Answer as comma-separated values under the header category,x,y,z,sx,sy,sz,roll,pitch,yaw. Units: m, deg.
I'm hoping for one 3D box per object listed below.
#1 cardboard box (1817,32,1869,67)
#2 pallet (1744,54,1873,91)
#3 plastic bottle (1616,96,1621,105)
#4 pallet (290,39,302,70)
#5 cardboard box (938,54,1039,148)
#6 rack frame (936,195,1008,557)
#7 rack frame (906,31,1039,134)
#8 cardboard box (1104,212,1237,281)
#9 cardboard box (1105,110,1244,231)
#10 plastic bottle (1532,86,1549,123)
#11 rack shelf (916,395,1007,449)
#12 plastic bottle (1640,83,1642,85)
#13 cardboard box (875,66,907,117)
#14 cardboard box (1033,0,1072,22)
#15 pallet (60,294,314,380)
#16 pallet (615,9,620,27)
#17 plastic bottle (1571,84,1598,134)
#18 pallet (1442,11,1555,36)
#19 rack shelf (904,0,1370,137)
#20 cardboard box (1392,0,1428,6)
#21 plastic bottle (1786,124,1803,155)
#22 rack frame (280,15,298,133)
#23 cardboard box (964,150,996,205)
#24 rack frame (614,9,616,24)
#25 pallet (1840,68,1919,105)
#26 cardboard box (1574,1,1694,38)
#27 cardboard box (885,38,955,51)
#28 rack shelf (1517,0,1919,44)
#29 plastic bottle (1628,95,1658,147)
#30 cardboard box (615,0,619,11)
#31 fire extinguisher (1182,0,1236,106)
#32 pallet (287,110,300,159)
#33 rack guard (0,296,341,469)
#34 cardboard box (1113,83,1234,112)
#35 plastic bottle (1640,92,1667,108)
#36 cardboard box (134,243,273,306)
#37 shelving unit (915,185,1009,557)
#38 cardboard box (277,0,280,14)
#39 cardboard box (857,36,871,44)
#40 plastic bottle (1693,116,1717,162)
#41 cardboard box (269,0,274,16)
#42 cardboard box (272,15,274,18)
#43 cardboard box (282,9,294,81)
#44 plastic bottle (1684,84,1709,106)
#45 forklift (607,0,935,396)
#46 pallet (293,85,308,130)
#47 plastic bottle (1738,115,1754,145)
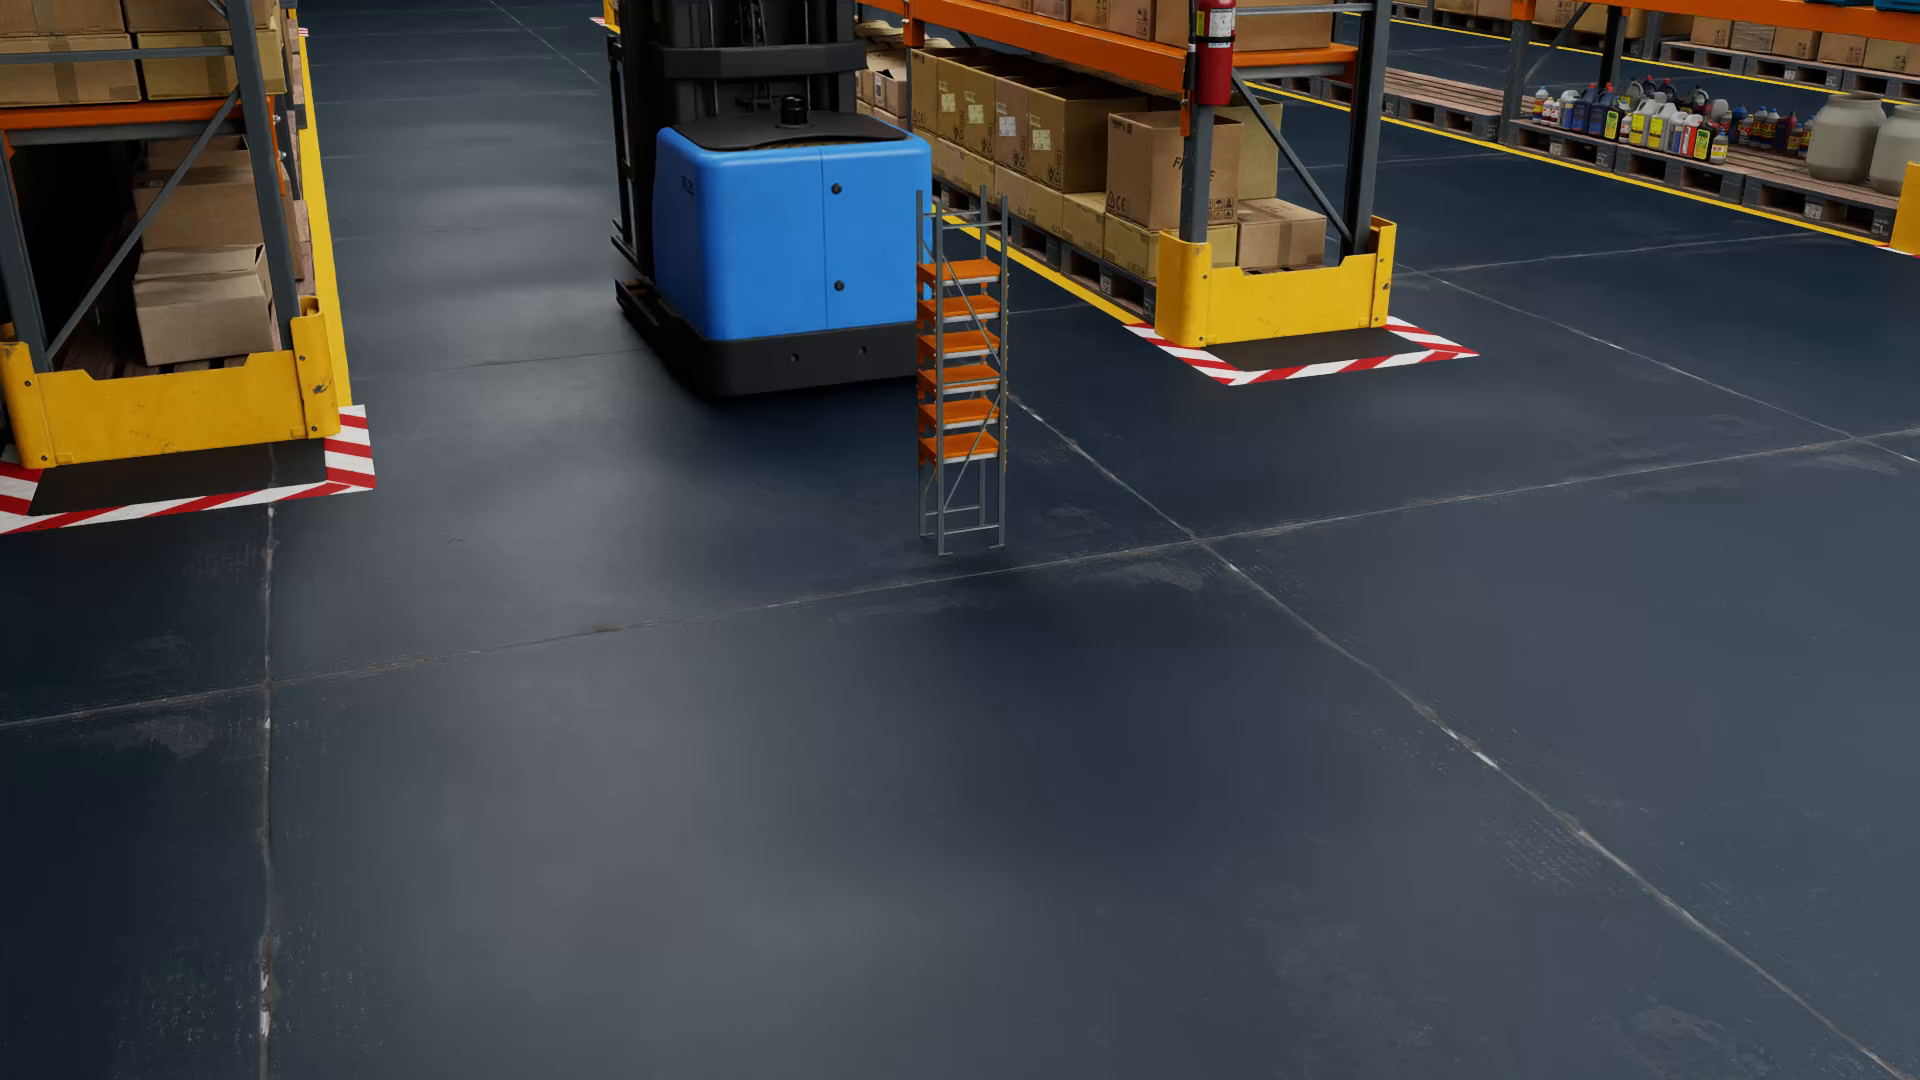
category,x,y,z,sx,sy,sz,roll,pitch,yaw
cardboard box,8.846,-4.910,16.190,0.700,0.500,0.500,-11,25,-24
pallet,8.681,-4.696,16.620,1.003,0.211,1.213,-8,24,-19
plastic bottle,4.819,-3.134,12.270,0.097,0.271,0.097,0,23,0
pallet,-7.532,-5.124,17.636,1.003,0.211,1.213,-8,24,-19
cardboard box,0.178,-2.776,10.509,0.500,0.500,0.500,-8,24,-19
rack frame,0.037,-0.514,5.426,0.240,1.200,0.006,-8,24,-19
rack frame,0.123,-3.896,11.132,1.000,3.000,0.127,-8,24,-19
cardboard box,1.070,-1.524,8.503,0.500,0.250,0.500,-8,24,-19
cardboard box,1.068,-1.869,8.356,0.500,0.500,0.500,-8,24,-19
plastic bottle,4.461,-3.344,12.769,0.097,0.271,0.097,0,23,0
rack shelf,0.005,-0.396,5.568,0.258,0.103,0.180,-8,24,-19
plastic bottle,5.237,-3.396,12.876,0.061,0.283,0.133,-7,24,-16
cardboard box,-0.288,-3.189,11.732,0.500,0.311,0.500,-8,24,-19
cardboard box,0.834,-3.223,9.405,0.700,0.500,0.500,-8,24,-17
pallet,-3.378,-0.805,7.387,1.003,0.211,1.213,-8,24,-19
pallet,-3.807,-6.654,21.267,1.003,0.211,1.213,-8,24,-19
plastic bottle,4.655,-3.206,12.340,0.144,0.351,0.185,-8,24,-18
pallet,6.909,-6.606,21.152,1.003,0.211,1.213,-8,24,-19
rack shelf,0.830,-2.838,9.548,1.077,0.370,4.000,-8,24,-19
cardboard box,6.407,-7.626,22.177,0.875,0.875,0.875,-8,24,-19
plastic bottle,5.786,-2.774,11.505,0.097,0.201,0.097,0,23,0
rack frame,-5.923,-4.669,12.965,1.000,3.000,0.127,-8,24,-19
cardboard box,0.347,-2.248,10.221,0.500,0.250,0.500,-8,24,-19
rack frame,-4.116,-8.257,21.477,1.000,3.000,0.127,-8,24,-19
pallet,9.116,-4.252,15.566,1.003,0.211,1.213,-8,24,-19
cardboard box,7.755,-6.176,18.735,1.225,0.875,0.875,-10,25,-21
cardboard box,-0.334,-3.824,13.238,0.500,0.311,0.500,-8,24,-18
rack shelf,5.465,-3.516,11.157,1.077,0.370,4.000,-8,24,-19
plastic bottle,4.872,-2.983,11.811,0.144,0.351,0.185,-9,24,-19
cardboard box,-4.201,-6.864,21.254,0.380,0.166,0.250,-8,24,-19
fire extinguisher,1.143,-2.301,7.446,0.296,0.674,0.183,-8,24,-19
pallet,-5.648,-3.100,12.832,1.003,0.211,1.213,-8,24,-19
rack guard,-3.124,-0.638,6.619,1.175,0.500,0.348,-8,24,-19
cardboard box,1.188,-2.302,9.383,0.500,0.500,0.500,-8,24,-19
plastic bottle,5.194,-3.229,12.489,0.152,0.276,0.135,-8,24,-19
cardboard box,-3.459,-1.197,7.622,0.500,0.311,0.500,-6,24,-15
shelving unit,0.005,-0.548,5.504,0.258,1.200,0.189,-8,24,-19
cardboard box,-4.059,-3.025,9.232,0.500,0.250,0.500,-8,24,-19
cardboard box,-1.008,-3.929,13.487,0.500,0.311,0.500,-9,24,-20
plastic bottle,5.054,-2.719,11.271,0.061,0.283,0.133,-8,24,-18
cardboard box,-3.150,-2.443,6.887,0.500,0.500,0.500,-8,24,-19
cardboard box,-3.169,-2.110,7.061,0.500,0.250,0.500,-9,25,-21
cardboard box,-6.364,-4.476,14.735,0.750,0.750,0.750,-8,24,-19
plastic bottle,5.437,-3.175,12.266,0.144,0.351,0.185,-8,24,-19
forklift,-1.118,-2.497,7.900,1.130,2.935,3.031,-9,24,-20
pallet,-6.131,-3.681,14.211,1.003,0.211,1.213,-8,24,-19
plastic bottle,5.631,-2.933,11.883,0.097,0.201,0.097,0,23,0
